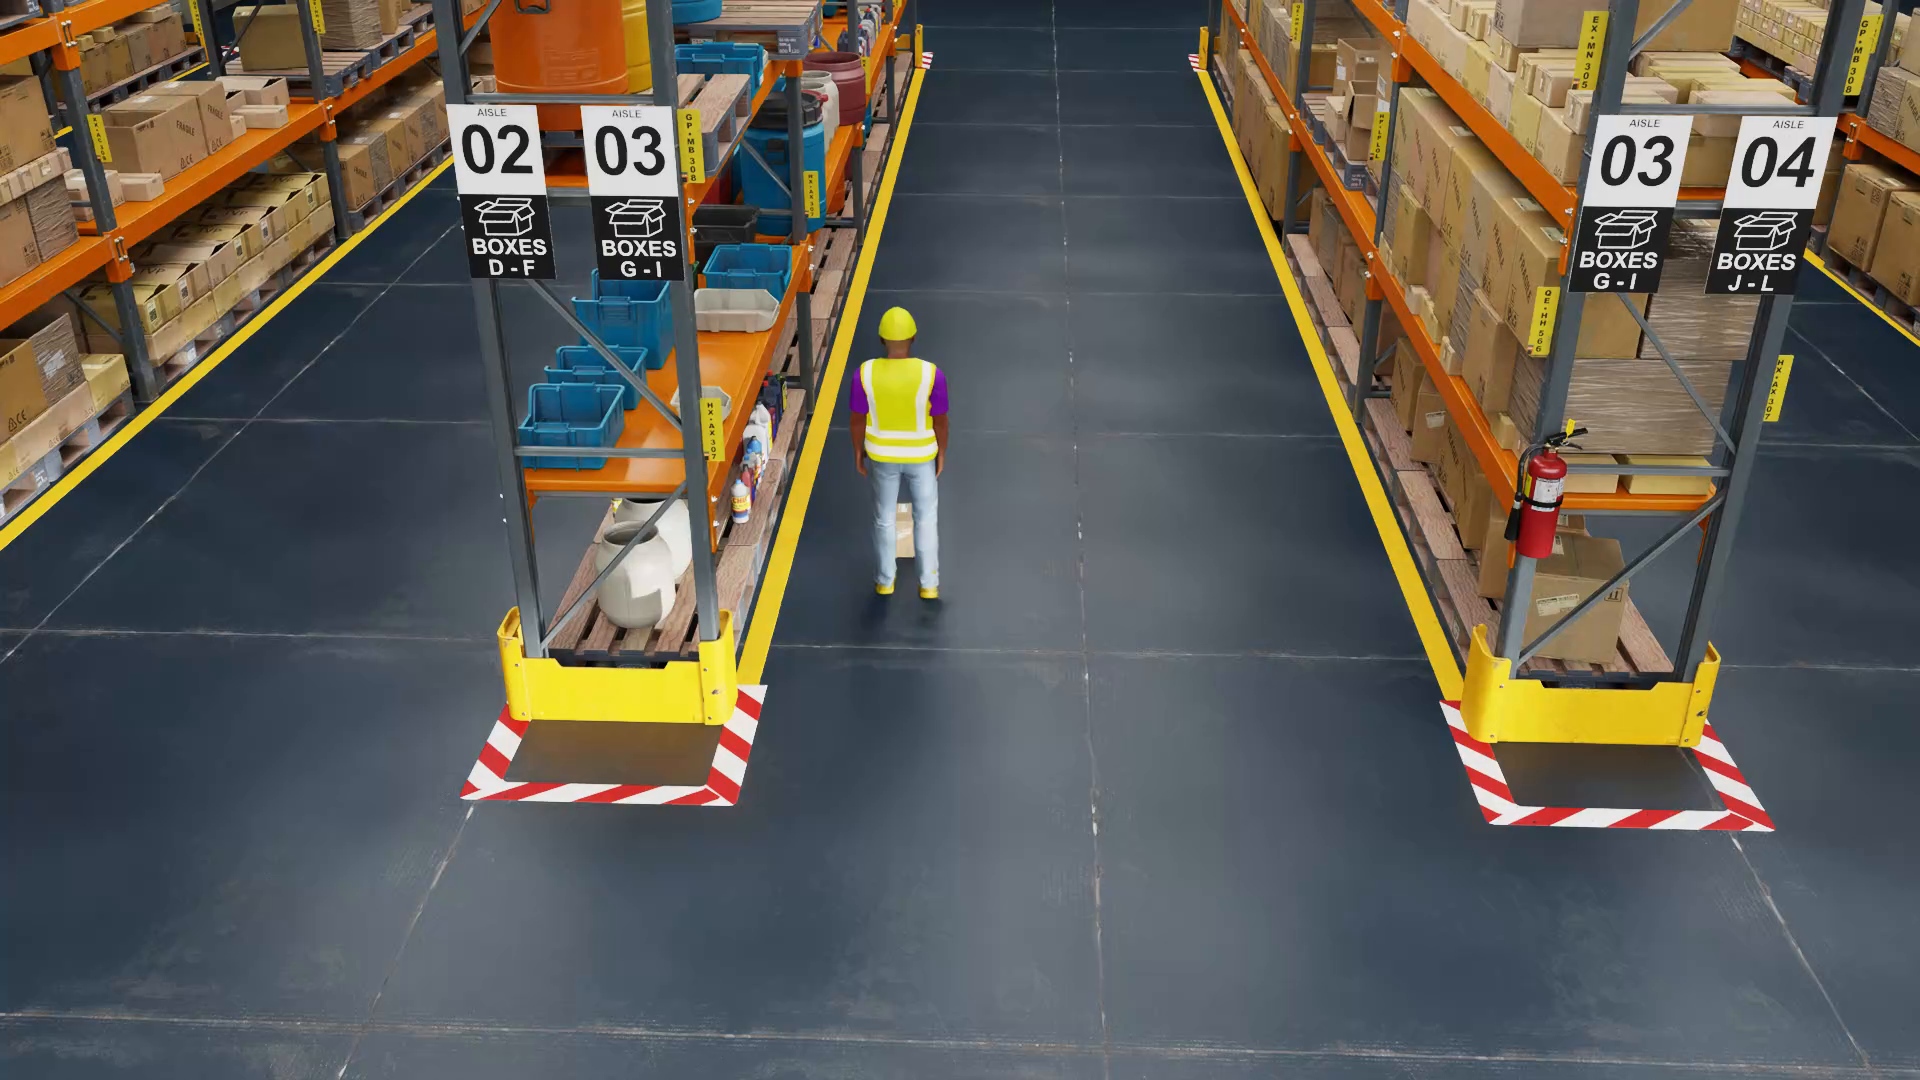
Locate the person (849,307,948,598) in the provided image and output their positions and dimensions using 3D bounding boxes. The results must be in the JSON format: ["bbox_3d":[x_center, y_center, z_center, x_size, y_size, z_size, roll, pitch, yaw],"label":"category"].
[{"bbox_3d":[-0.343,-0.486,9.557,0.563,1.793,0.373,2,28,3],"label":"person"}]
